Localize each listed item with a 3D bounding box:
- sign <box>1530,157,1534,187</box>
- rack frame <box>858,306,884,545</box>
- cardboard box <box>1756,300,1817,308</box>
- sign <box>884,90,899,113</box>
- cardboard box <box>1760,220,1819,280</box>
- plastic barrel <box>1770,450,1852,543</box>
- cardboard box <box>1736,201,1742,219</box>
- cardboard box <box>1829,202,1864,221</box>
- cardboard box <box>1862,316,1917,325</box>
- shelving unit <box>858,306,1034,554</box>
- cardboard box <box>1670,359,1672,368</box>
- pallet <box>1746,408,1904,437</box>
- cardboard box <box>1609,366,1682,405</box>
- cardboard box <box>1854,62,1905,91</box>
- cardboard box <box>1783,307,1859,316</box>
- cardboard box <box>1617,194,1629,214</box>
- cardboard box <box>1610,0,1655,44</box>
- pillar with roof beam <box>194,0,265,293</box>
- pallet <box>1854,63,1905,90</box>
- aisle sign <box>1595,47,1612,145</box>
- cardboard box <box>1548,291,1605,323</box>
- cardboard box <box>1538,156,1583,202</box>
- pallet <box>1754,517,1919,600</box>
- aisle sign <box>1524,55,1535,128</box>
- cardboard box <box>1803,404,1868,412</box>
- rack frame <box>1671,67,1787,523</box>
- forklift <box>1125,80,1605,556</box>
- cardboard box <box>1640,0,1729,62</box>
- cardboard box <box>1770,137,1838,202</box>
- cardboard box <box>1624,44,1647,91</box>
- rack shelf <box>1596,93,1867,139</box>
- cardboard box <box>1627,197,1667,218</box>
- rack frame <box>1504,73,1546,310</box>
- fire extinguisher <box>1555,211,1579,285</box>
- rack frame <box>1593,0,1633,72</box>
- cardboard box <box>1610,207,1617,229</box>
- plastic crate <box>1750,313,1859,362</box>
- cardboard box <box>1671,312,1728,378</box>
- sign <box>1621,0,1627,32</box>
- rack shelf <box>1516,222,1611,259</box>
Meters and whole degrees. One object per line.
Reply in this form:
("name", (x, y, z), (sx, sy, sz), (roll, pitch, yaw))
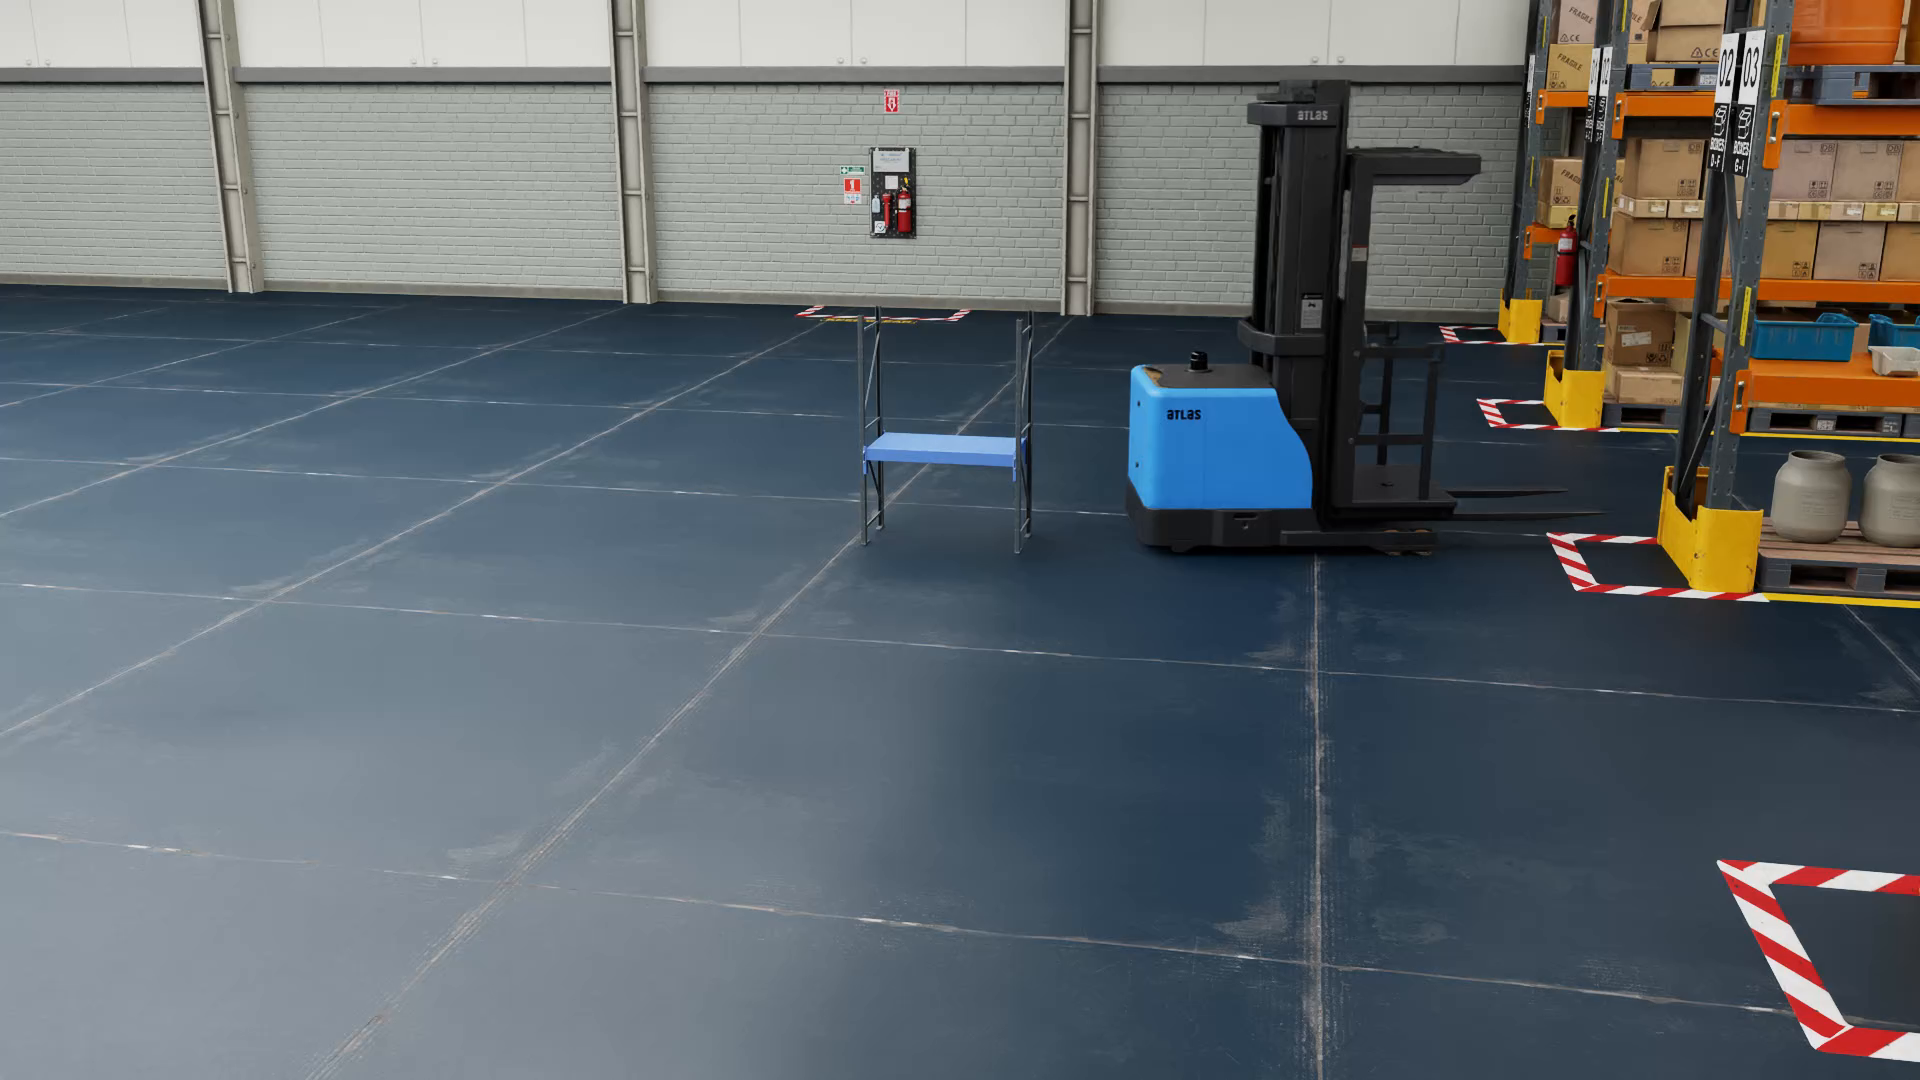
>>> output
("sign", (6.435, -4.146, 18.717), (0.005, 0.325, 0.100), (3, 16, 11))
("rack frame", (-0.582, -0.754, 10.906), (0.032, 1.500, 0.500), (3, 16, 11))
("cardboard box", (9.437, -2.710, 19.014), (0.500, 0.500, 0.500), (2, 16, 7))
("sign", (-0.881, -5.664, 21.477), (0.199, 0.298, 0.001), (3, 16, 11))
("cardboard box", (7.015, -2.540, 14.354), (0.500, 0.500, 0.700), (3, 16, 11))
("plastic barrel", (5.229, -0.267, 10.211), (0.421, 0.512, 0.421), (0, 15, 0))
("cardboard box", (6.651, -2.817, 14.140), (0.250, 0.149, 0.380), (3, 16, 10))
("cardboard box", (7.407, -2.776, 13.992), (0.250, 0.149, 0.380), (3, 16, 12))
("cardboard box", (8.003, -1.623, 14.191), (0.500, 0.500, 0.500), (3, 16, 11))
("shelving unit", (-0.084, -0.727, 10.808), (1.048, 1.500, 0.538), (3, 16, 11))
("cardboard box", (6.636, -1.477, 15.069), (0.500, 0.250, 0.500), (3, 16, 11))
("pallet", (7.509, -1.135, 14.695), (1.213, 0.211, 1.003), (3, 16, 11))
("cardboard box", (6.040, -1.365, 14.664), (0.500, 0.250, 0.500), (3, 16, 11))
("cardboard box", (9.916, -5.123, 18.025), (0.500, 0.500, 0.500), (4, 16, 13))
("cardboard box", (7.617, -1.786, 14.780), (0.500, 0.500, 0.500), (3, 16, 11))
("cardboard box", (5.972, -2.965, 14.673), (0.250, 0.149, 0.380), (3, 16, 10))
("cardboard box", (7.353, -5.732, 18.348), (0.500, 0.500, 0.500), (3, 16, 10))
("pillar with roof beam", (-11.096, -6.782, 18.618), (0.400, 9.000, 9.100), (3, 16, 11))
("pallet", (7.446, -3.869, 13.886), (1.213, 0.211, 1.003), (3, 16, 11))
("aisle sign", (5.434, -3.751, 14.043), (0.004, 0.787, 0.394), (3, 16, 11))
("cardboard box", (7.203, -2.726, 19.428), (0.500, 0.311, 0.500), (1, 16, 5))
("cardboard box", (7.047, -4.200, 19.373), (0.500, 0.500, 0.500), (3, 16, 10))
("pallet", (5.447, 0.101, 10.230), (1.213, 0.211, 1.003), (3, 16, 11))
("aisle sign", (6.412, -5.049, 18.729), (0.004, 0.787, 0.394), (3, 16, 11))
("cardboard box", (7.510, -1.285, 14.375), (0.500, 0.250, 0.500), (3, 16, 11))
("rack frame", (4.568, -1.279, 9.989), (0.127, 3.000, 1.000), (3, 16, 11))
("forklift", (2.668, -1.453, 10.748), (3.031, 2.935, 1.130), (0, 15, -1))
("cardboard box", (6.121, -4.308, 14.063), (0.637, 0.503, 0.797), (4, 16, 15))
("cardboard box", (7.076, -3.164, 14.176), (0.500, 0.500, 0.700), (3, 16, 11))
("cardboard box", (7.340, -5.253, 18.492), (0.500, 0.500, 0.500), (4, 16, 15))
("rack shelf", (7.519, -3.567, 13.978), (4.000, 0.370, 1.077), (3, 16, 11))
("cardboard box", (5.901, -2.858, 14.288), (0.250, 0.149, 0.380), (3, 16, 11))
("rack frame", (6.543, -3.870, 19.345), (0.127, 3.000, 1.000), (3, 16, 11))
("fire extinguisher", (5.536, -2.665, 15.138), (0.183, 0.674, 0.296), (3, 16, 11))
("rack frame", (5.559, -5.465, 13.866), (0.127, 3.000, 1.000), (3, 16, 11))
("cardboard box", (7.469, -3.675, 18.883), (0.500, 0.250, 0.500), (3, 16, 9))
("plastic crate", (5.118, -1.259, 10.196), (0.616, 0.251, 0.499), (3, 16, 11))
("cardboard box", (6.531, -1.700, 14.470), (0.500, 0.500, 0.500), (3, 16, 11))
("sign", (5.443, -4.334, 13.616), (0.005, 0.325, 0.100), (3, 16, 11))
("rack shelf", (8.502, -3.417, 19.057), (4.000, 0.370, 1.077), (3, 16, 11))
